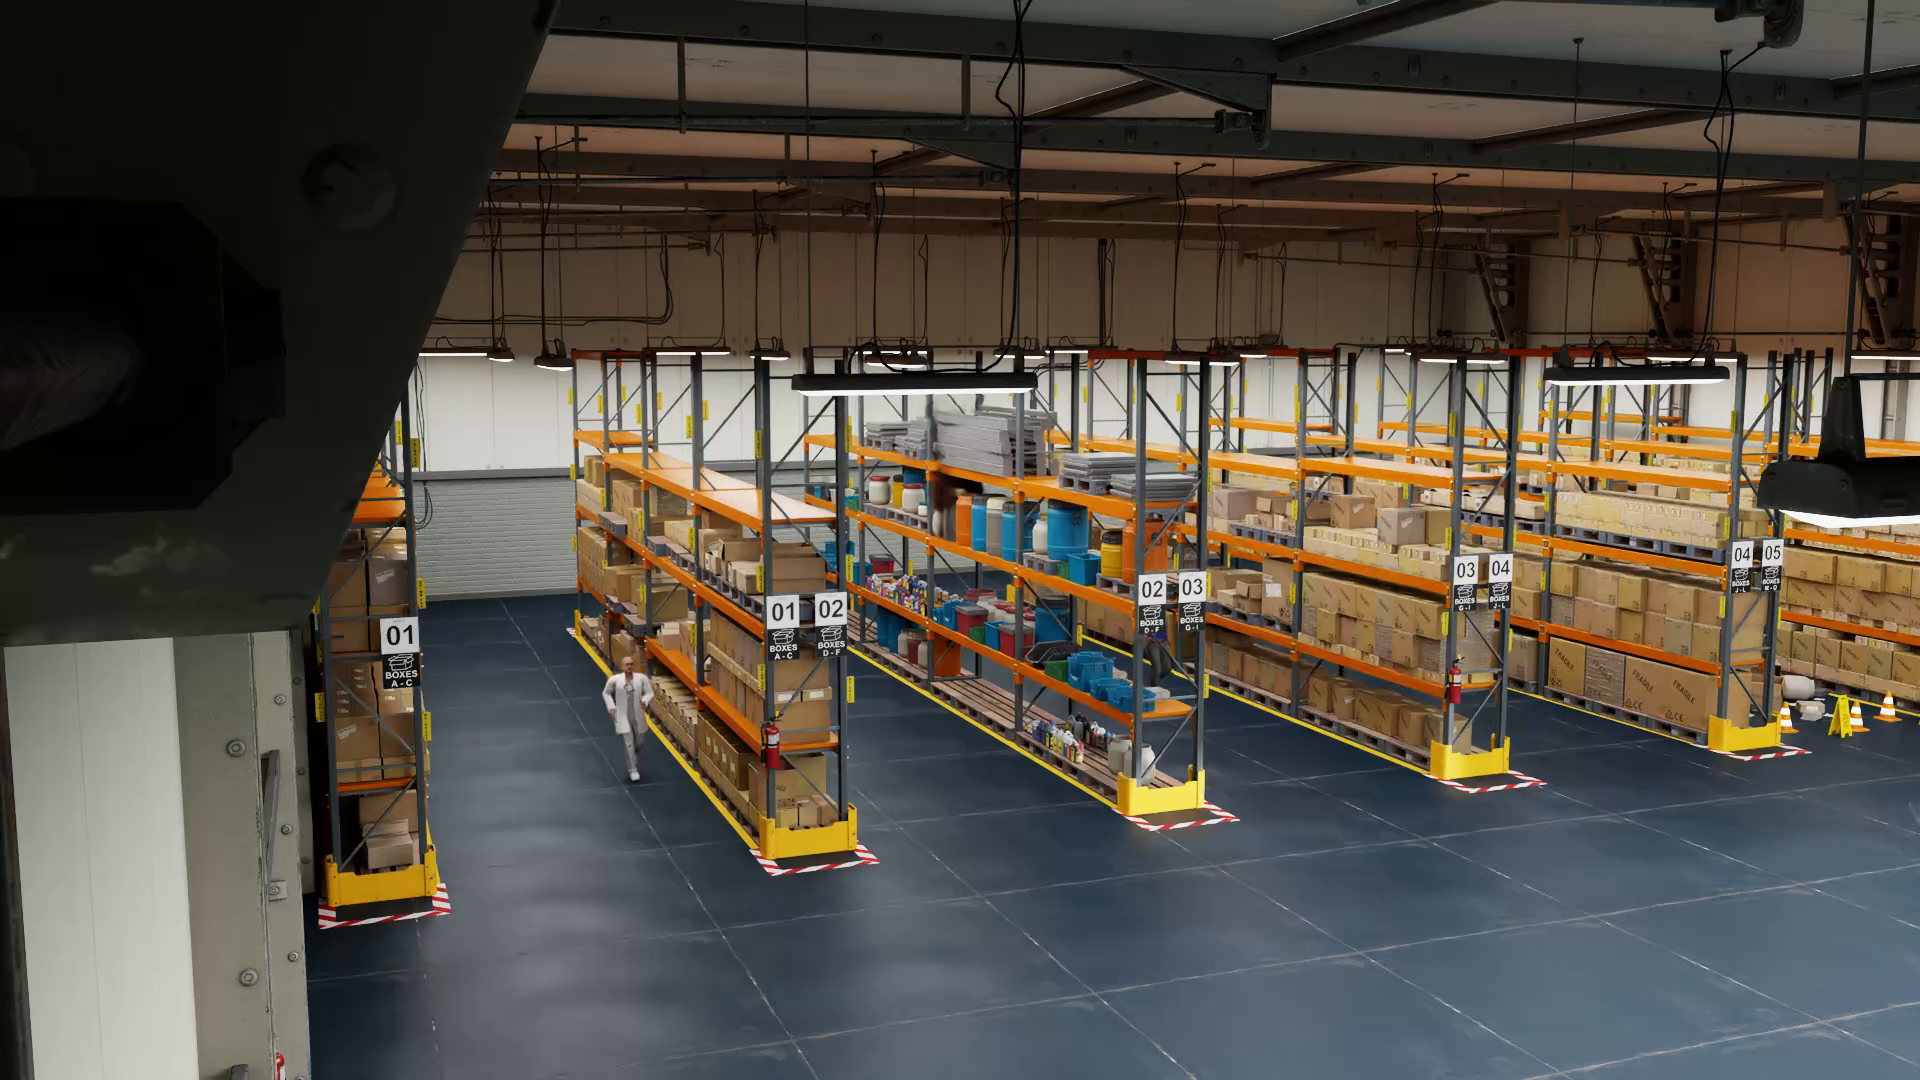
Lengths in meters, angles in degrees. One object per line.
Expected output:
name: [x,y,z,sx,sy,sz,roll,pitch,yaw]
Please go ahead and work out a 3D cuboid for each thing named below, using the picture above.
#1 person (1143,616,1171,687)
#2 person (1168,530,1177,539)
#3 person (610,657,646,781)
person: [3.305,1.800,27.720,0.572,1.623,0.537,-4,8,-28]
person: [5.063,0.485,40.525,0.636,1.657,0.830,5,9,36]
person: [-4.724,2.524,23.740,0.672,1.728,0.784,-3,8,-20]
